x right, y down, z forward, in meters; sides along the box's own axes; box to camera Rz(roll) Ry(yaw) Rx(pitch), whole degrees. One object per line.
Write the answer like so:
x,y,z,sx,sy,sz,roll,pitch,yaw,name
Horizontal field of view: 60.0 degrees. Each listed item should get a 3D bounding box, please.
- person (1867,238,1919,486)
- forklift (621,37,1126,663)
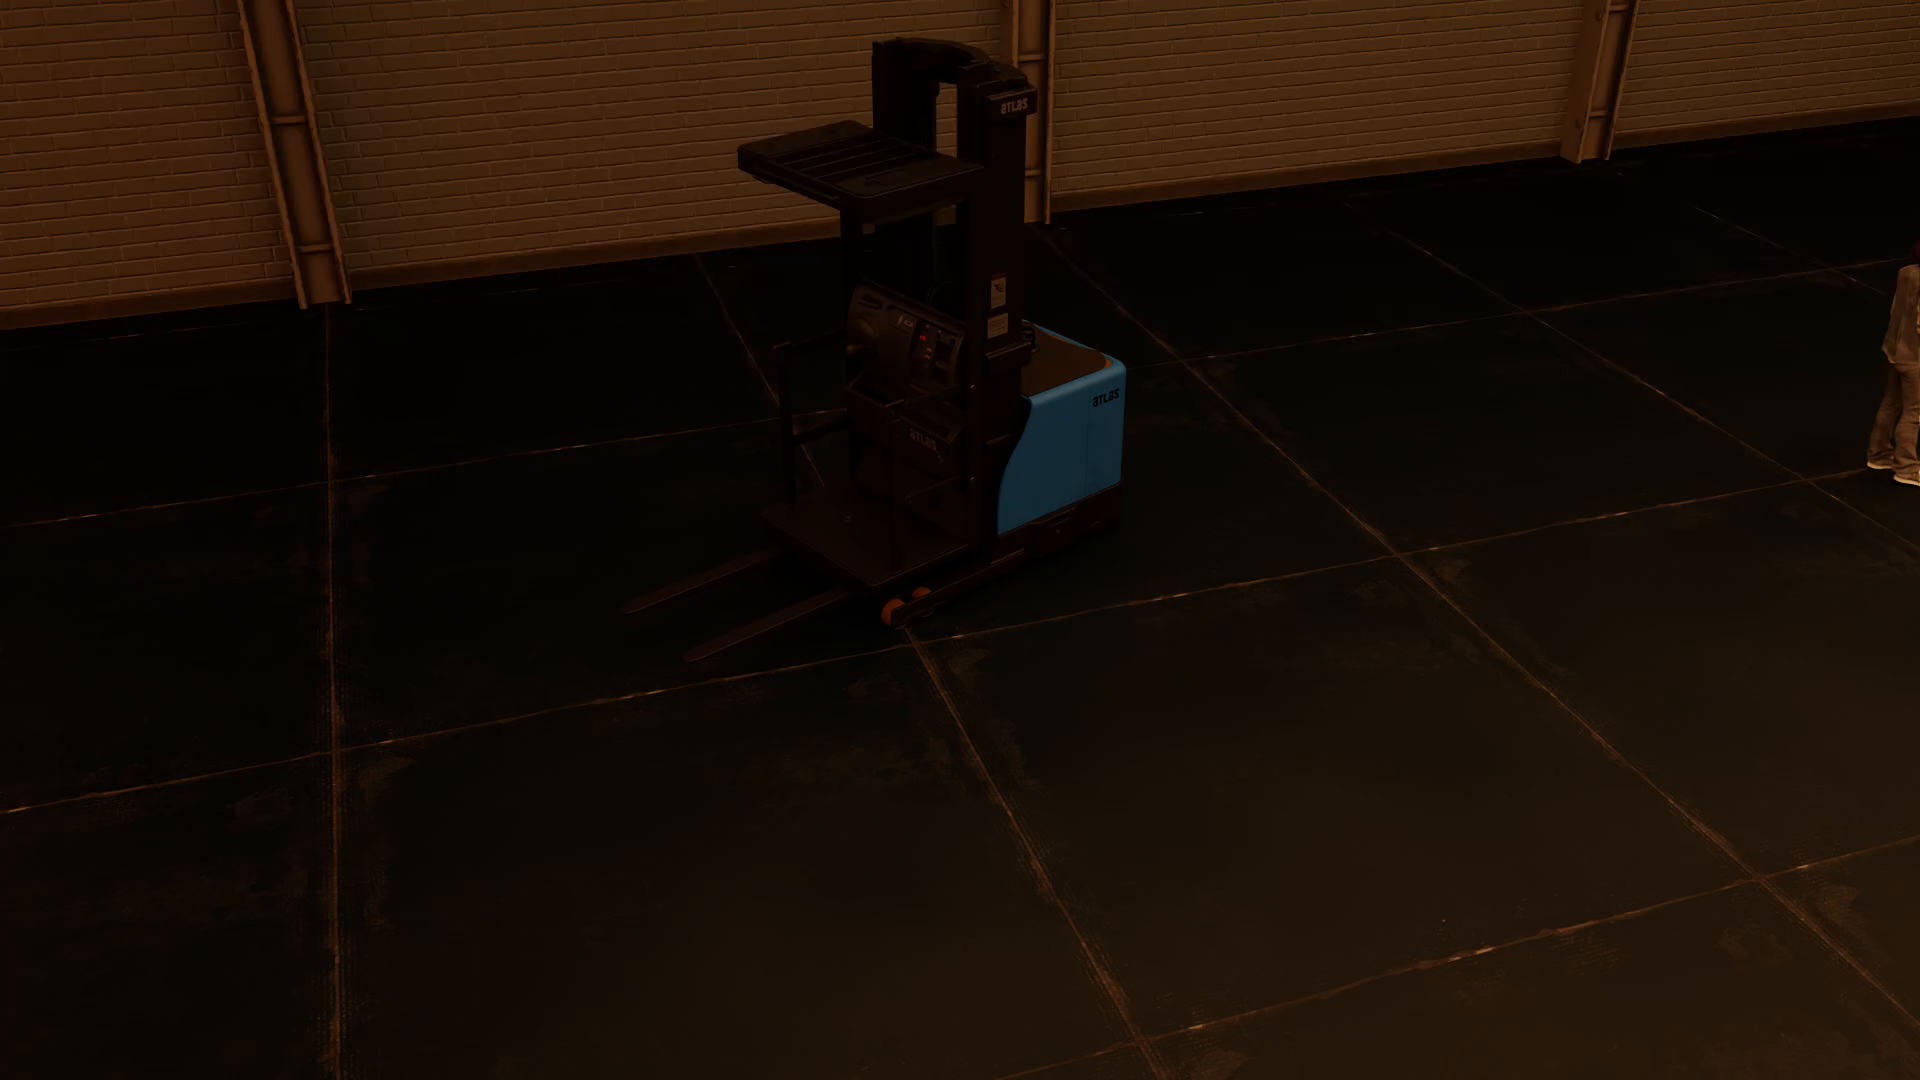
6.026,-1.149,10.413,0.466,1.601,0.513,2,30,3,person
-0.461,-1.072,8.951,3.031,2.935,1.130,-23,37,-34,forklift
